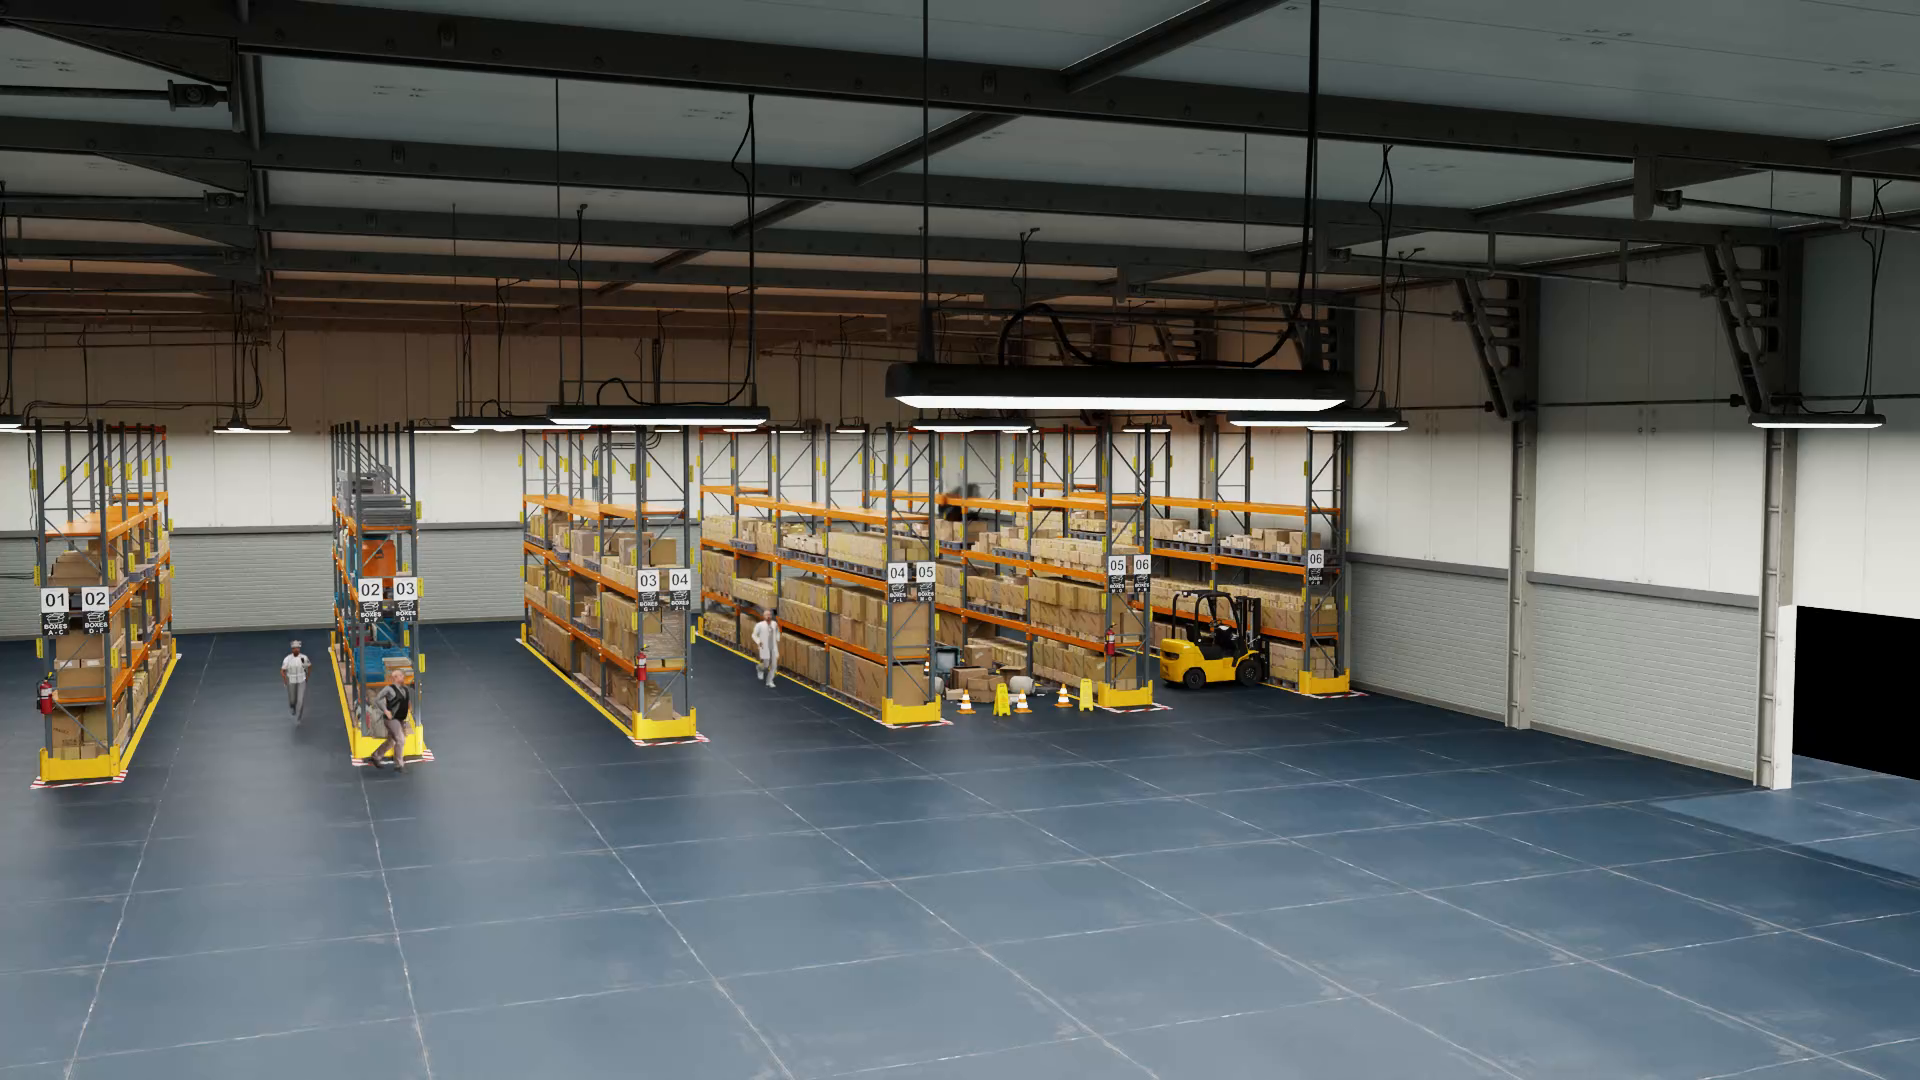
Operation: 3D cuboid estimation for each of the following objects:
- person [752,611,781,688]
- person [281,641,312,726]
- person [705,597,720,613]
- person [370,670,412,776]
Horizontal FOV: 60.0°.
[{"bbox_3d":[-4.405,2.482,38.071,0.711,1.743,0.756,-2,4,-30],"label":"person"},{"bbox_3d":[-13.219,2.835,33.157,0.584,1.674,0.668,-2,4,-24],"label":"person"},{"bbox_3d":[-7.360,1.821,49.496,0.582,1.680,0.664,1,4,16],"label":"person"},{"bbox_3d":[-9.666,3.090,28.353,0.815,1.762,0.661,1,4,13],"label":"person"}]
